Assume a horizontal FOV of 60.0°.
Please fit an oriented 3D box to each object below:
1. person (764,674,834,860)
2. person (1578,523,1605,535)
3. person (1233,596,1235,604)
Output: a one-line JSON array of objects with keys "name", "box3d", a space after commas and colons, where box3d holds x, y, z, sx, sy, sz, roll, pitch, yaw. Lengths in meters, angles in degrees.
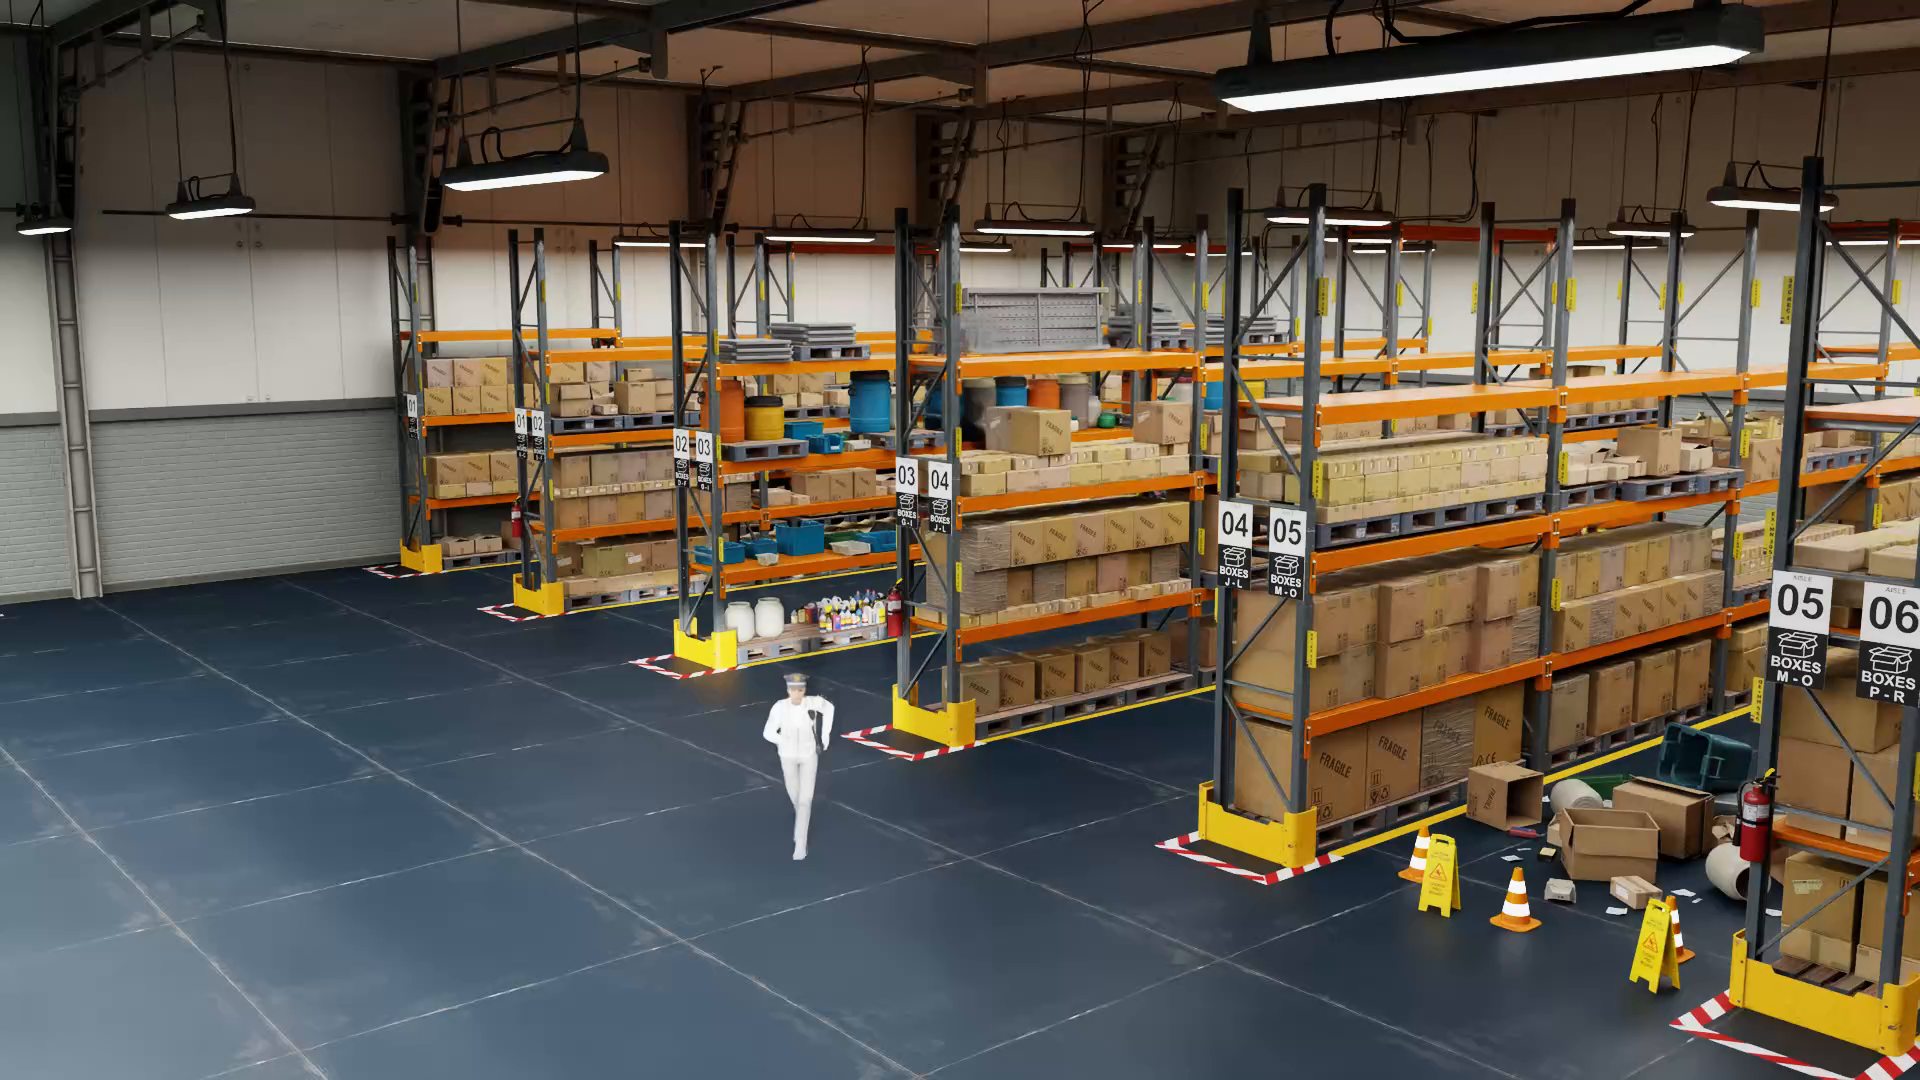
[{"name": "person", "box3d": [-1.474, 2.025, 15.332, 0.629, 1.734, 0.894, 0, 9, -2]}, {"name": "person", "box3d": [9.621, 0.417, 25.402, 0.590, 1.718, 0.702, -8, 12, -40]}, {"name": "person", "box3d": [4.211, 0.205, 25.207, 0.811, 1.666, 0.676, -8, 12, -43]}]
